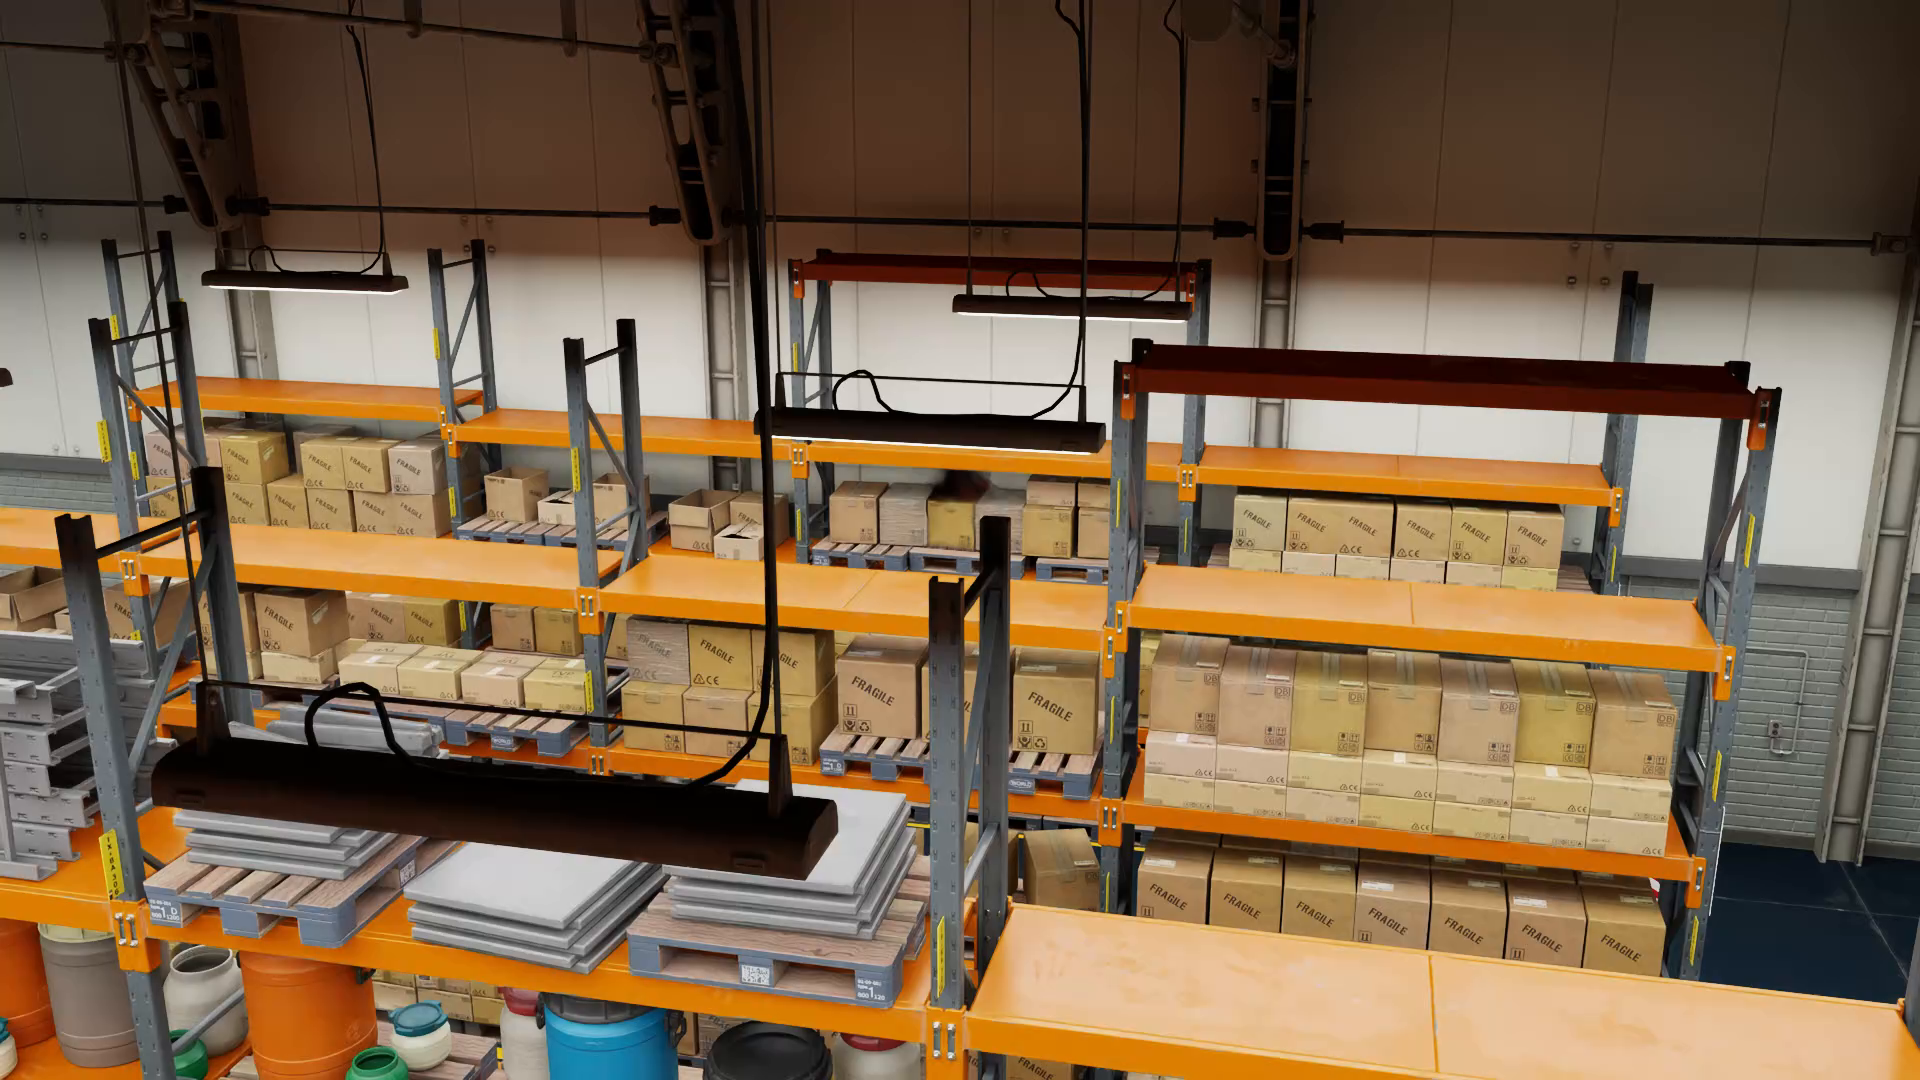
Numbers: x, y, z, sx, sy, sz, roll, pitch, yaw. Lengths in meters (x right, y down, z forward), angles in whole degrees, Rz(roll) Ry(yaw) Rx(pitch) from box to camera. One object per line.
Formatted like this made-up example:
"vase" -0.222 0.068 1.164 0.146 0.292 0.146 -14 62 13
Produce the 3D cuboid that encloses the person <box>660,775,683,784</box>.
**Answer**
"person" -2.873 2.310 16.576 0.547 1.744 0.491 13 21 38
